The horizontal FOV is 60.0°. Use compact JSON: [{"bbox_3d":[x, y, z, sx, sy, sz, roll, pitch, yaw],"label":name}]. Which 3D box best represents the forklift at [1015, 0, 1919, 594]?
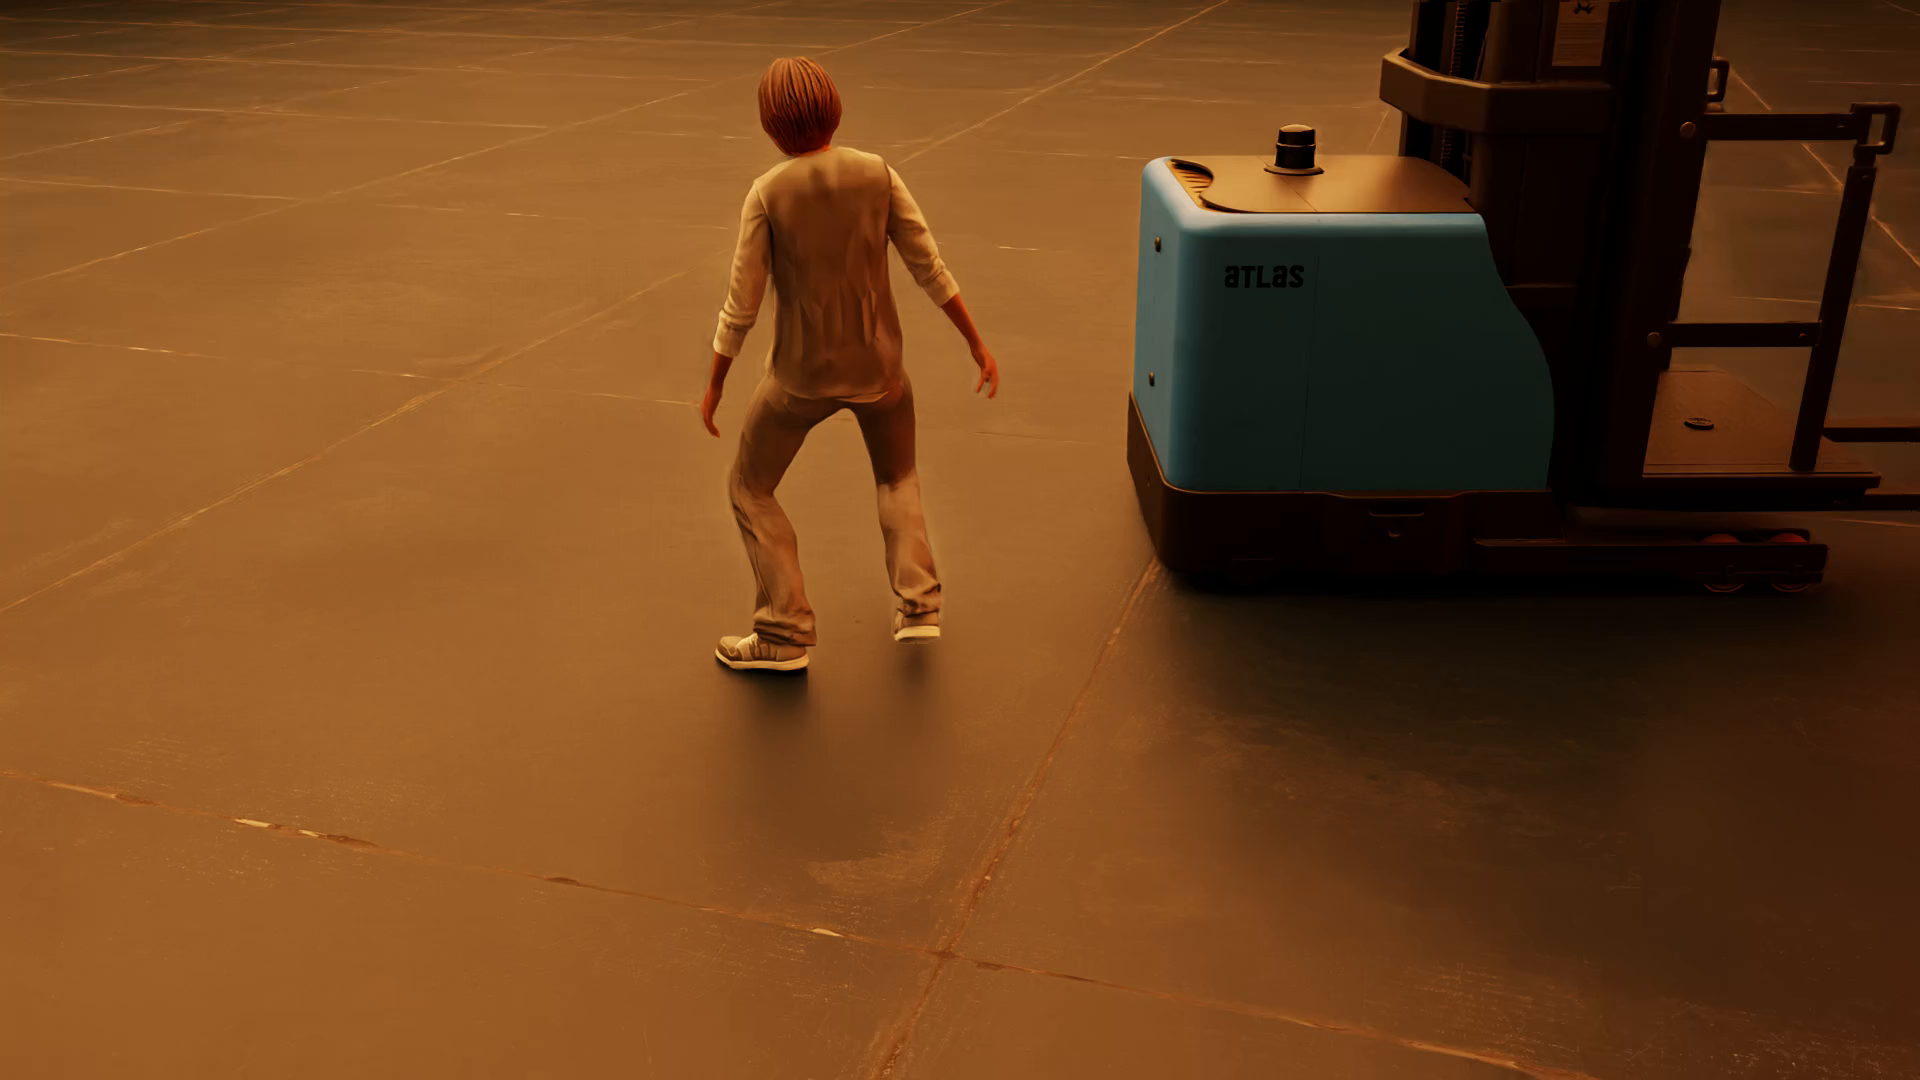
[{"bbox_3d":[1.706,-1.403,4.679,3.031,2.935,1.130,0,22,-1],"label":"forklift"}]

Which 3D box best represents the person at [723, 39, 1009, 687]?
[{"bbox_3d":[-0.243,-0.386,4.015,0.708,1.567,0.360,-5,23,-13],"label":"person"}]
